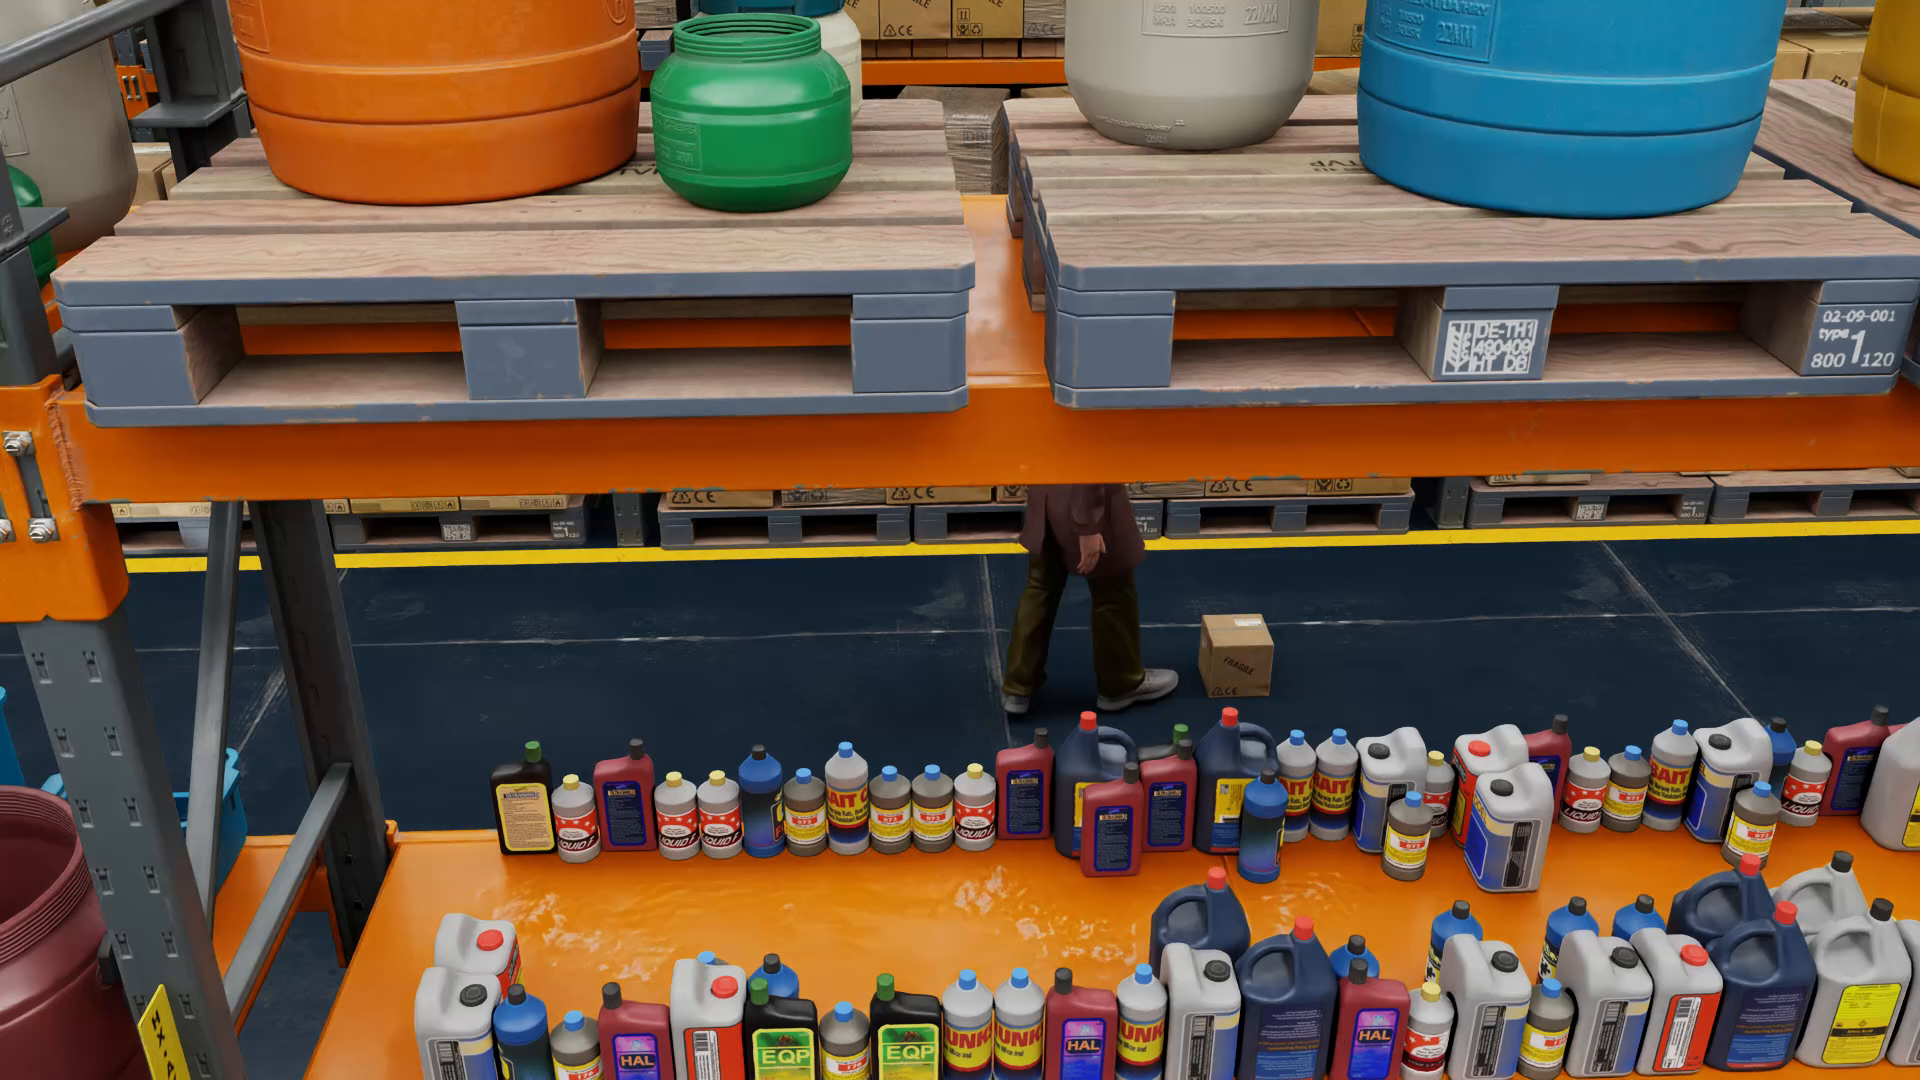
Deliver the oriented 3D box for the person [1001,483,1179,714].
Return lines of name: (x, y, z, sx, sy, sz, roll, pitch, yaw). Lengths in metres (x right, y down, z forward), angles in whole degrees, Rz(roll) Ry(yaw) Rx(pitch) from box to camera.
person: (0.494, -0.160, 6.427, 0.736, 1.770, 0.590, -15, 31, -27)
